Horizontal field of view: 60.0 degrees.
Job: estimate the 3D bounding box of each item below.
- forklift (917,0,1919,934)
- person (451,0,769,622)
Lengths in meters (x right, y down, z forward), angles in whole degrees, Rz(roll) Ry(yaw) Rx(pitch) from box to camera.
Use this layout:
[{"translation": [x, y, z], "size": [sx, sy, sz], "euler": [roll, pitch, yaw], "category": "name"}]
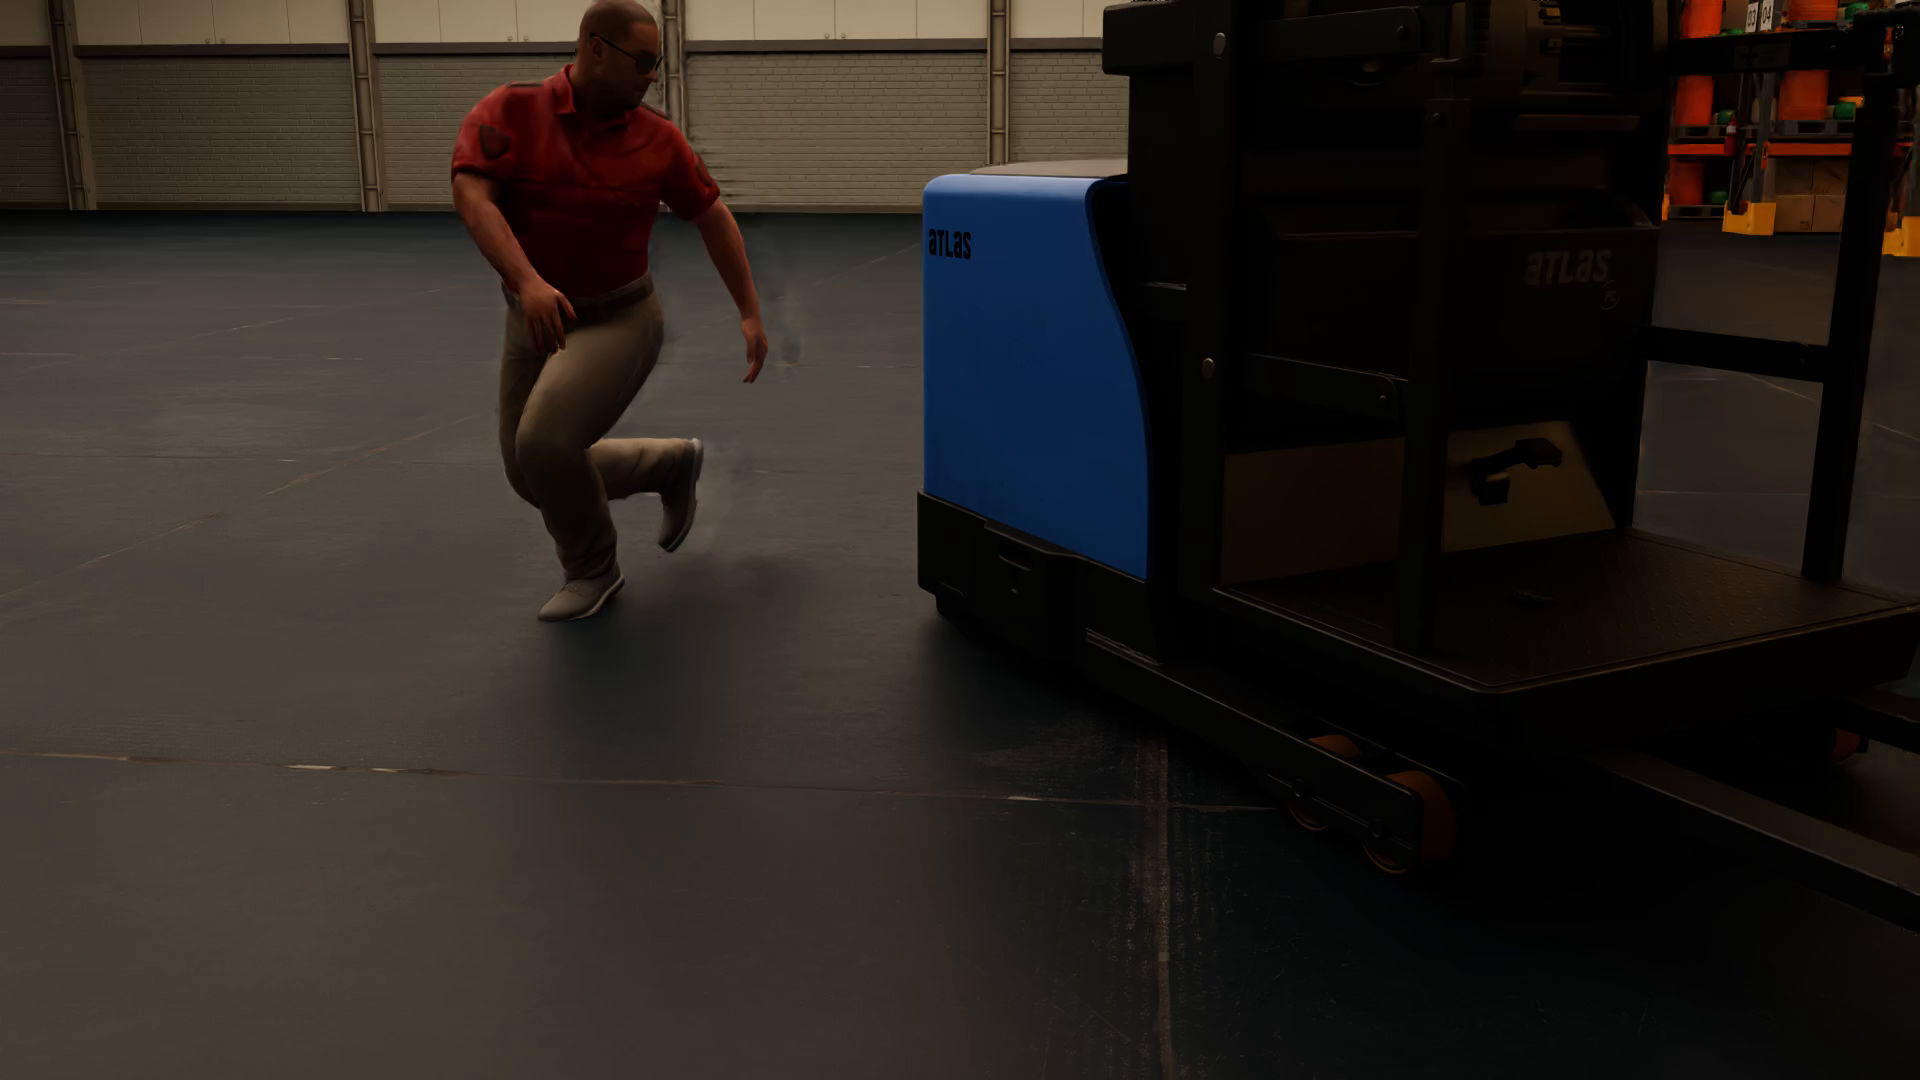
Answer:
[{"translation": [1.026, -1.008, 2.819], "size": [1.130, 2.935, 3.031], "euler": [-7, 15, -27], "category": "forklift"}, {"translation": [-0.863, -0.573, 4.198], "size": [0.636, 1.515, 0.895], "euler": [3, 14, 14], "category": "person"}]
